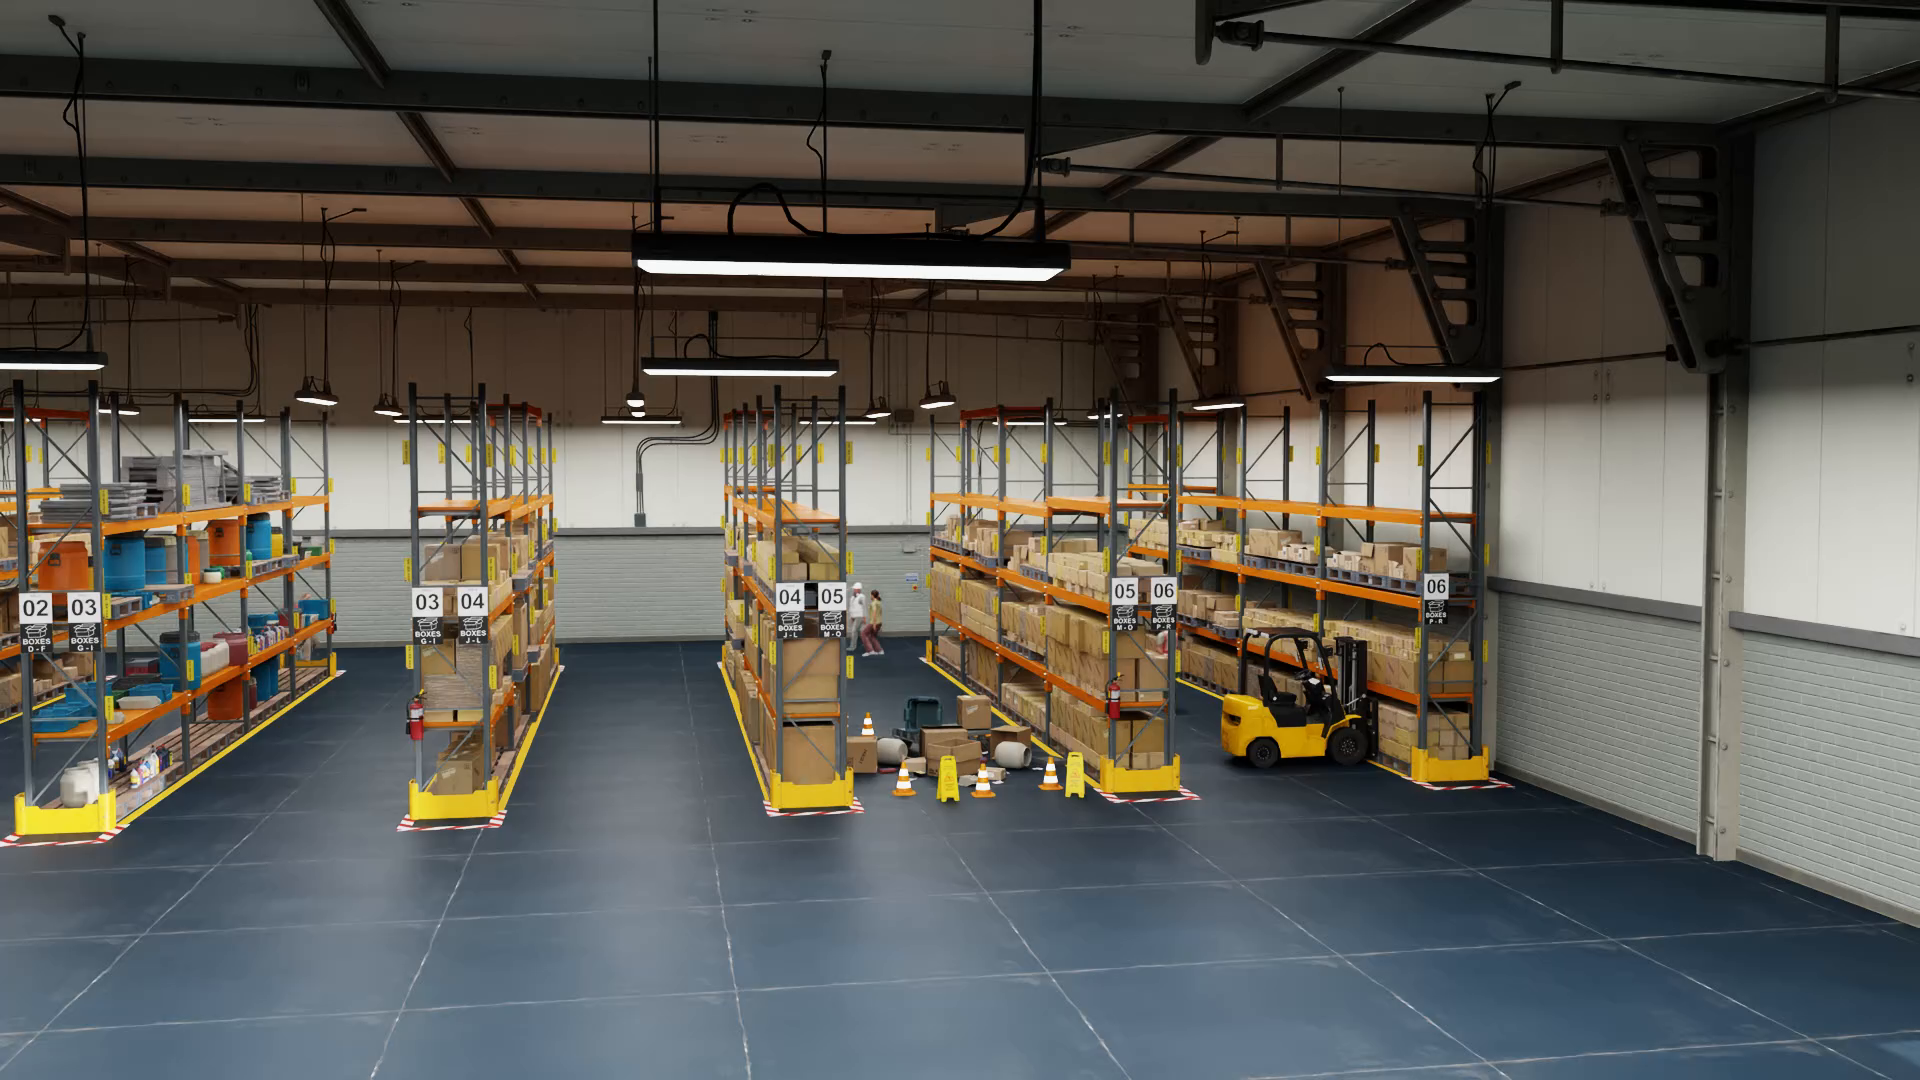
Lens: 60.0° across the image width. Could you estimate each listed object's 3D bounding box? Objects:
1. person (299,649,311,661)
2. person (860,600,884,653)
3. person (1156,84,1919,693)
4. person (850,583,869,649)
[{"bbox_3d":[-15.668,2.758,39.911,0.684,0.404,0.302,2,3,31],"label":"person"},{"bbox_3d":[-2.043,2.051,39.469,0.535,1.256,0.463,2,3,28],"label":"person"},{"bbox_3d":[7.486,-0.704,23.966,1.507,9.013,19.612,-1,3,-23],"label":"person"},{"bbox_3d":[-2.569,1.943,42.762,0.718,1.700,0.457,-2,4,-36],"label":"person"}]
